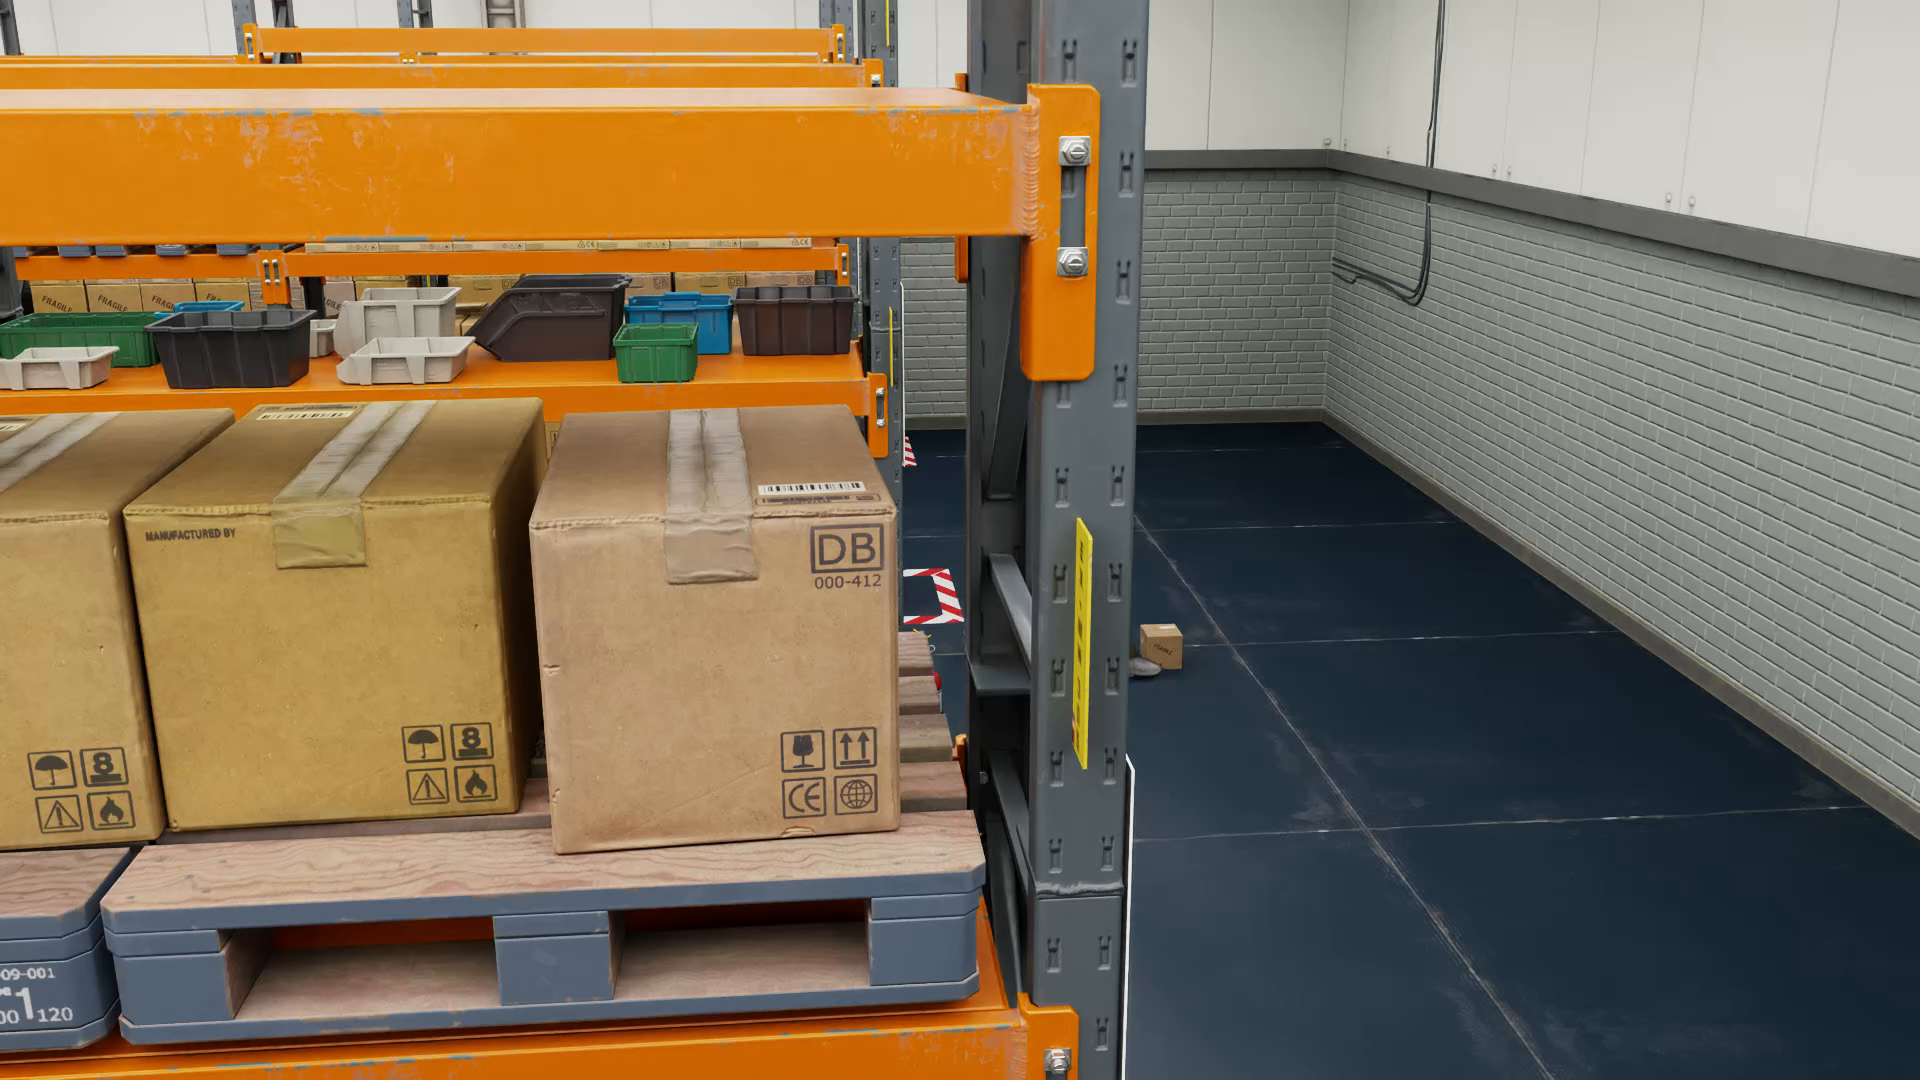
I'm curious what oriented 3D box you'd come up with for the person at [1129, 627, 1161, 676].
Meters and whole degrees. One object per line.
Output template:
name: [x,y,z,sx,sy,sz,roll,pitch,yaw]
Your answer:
person: [1.082,0.013,11.479,0.646,1.776,0.599,1,17,4]
